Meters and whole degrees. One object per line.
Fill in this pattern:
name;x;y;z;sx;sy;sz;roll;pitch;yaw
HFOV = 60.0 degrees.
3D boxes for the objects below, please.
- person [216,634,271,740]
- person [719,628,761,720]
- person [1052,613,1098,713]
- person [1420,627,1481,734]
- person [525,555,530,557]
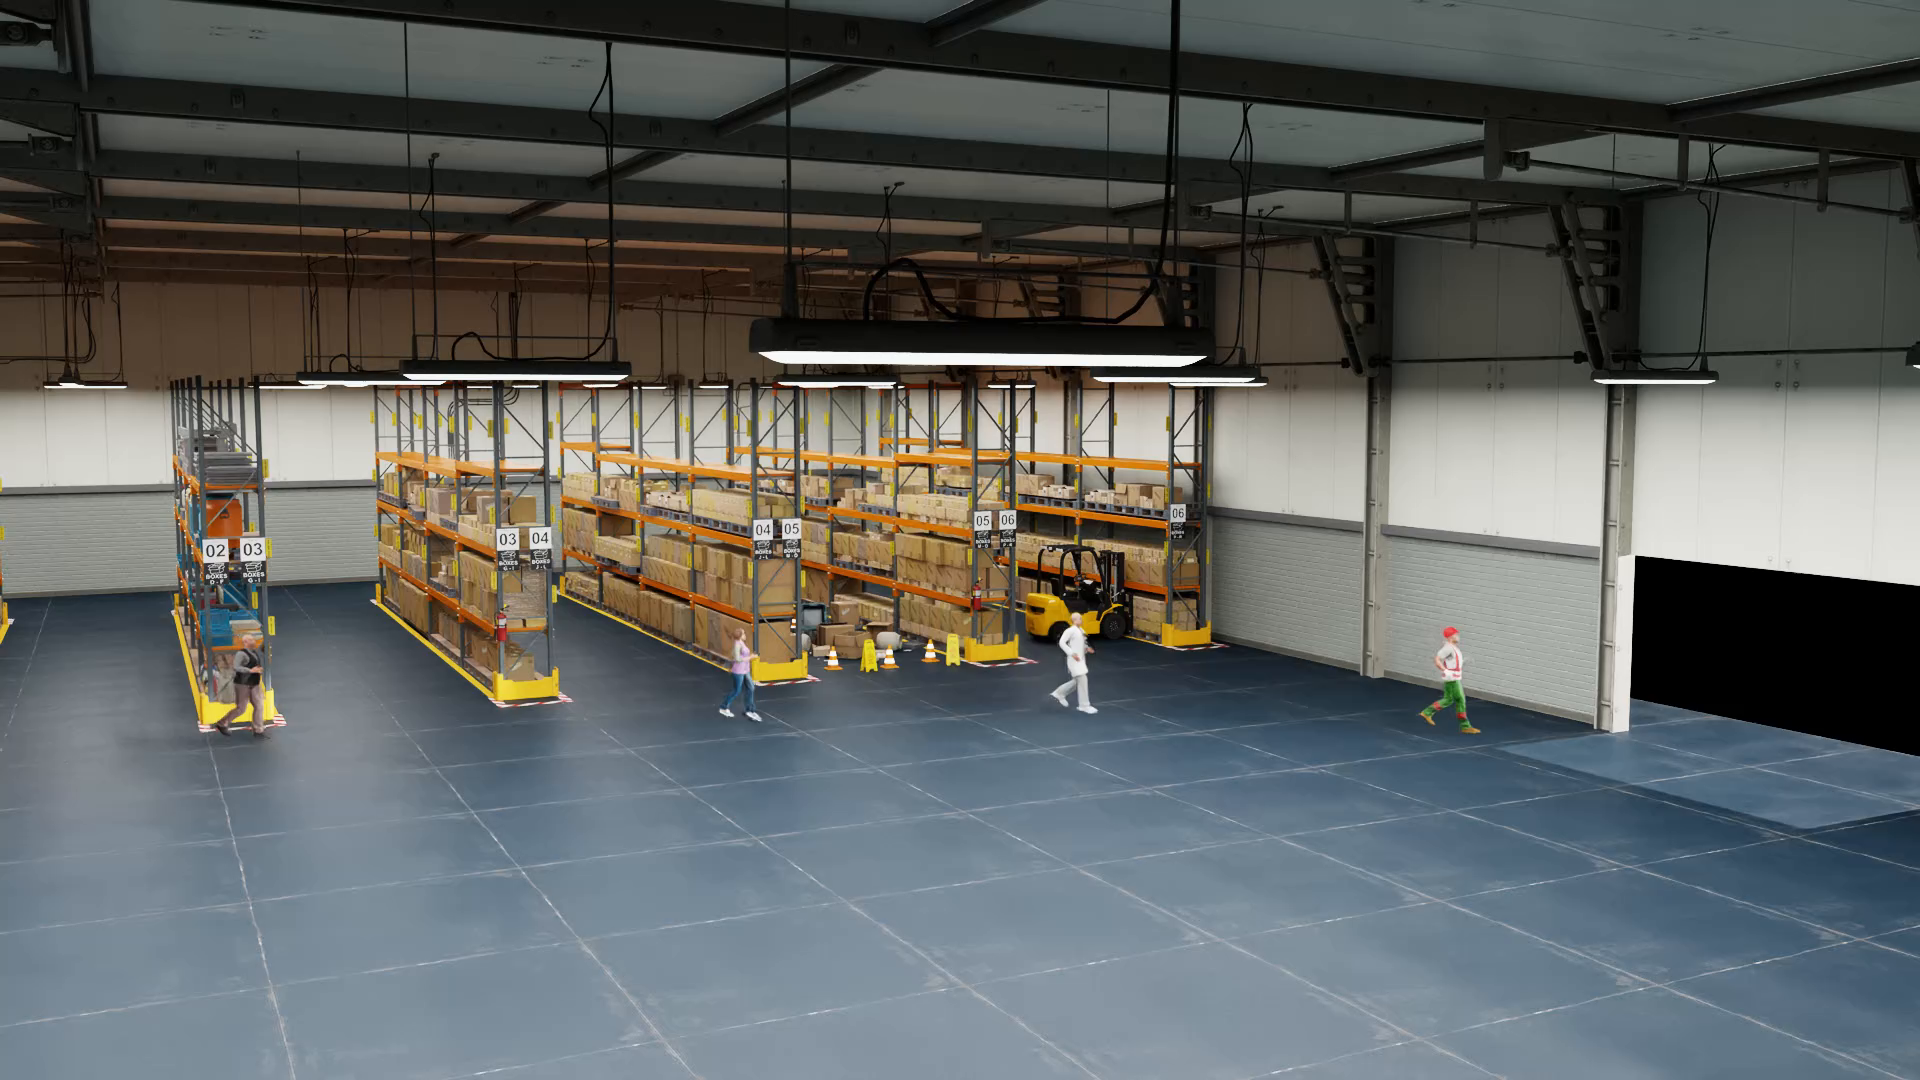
person;-11.803;2.426;27.479;0.884;1.737;0.669;1;5;7
person;-3.839;2.336;28.955;0.733;1.629;0.525;1;5;10
person;2.055;2.188;29.811;0.899;1.784;0.714;2;6;23
person;8.235;2.333;27.880;0.999;1.766;0.663;2;5;21
person;-12.182;0.732;47.346;0.629;1.594;0.594;2;5;21
